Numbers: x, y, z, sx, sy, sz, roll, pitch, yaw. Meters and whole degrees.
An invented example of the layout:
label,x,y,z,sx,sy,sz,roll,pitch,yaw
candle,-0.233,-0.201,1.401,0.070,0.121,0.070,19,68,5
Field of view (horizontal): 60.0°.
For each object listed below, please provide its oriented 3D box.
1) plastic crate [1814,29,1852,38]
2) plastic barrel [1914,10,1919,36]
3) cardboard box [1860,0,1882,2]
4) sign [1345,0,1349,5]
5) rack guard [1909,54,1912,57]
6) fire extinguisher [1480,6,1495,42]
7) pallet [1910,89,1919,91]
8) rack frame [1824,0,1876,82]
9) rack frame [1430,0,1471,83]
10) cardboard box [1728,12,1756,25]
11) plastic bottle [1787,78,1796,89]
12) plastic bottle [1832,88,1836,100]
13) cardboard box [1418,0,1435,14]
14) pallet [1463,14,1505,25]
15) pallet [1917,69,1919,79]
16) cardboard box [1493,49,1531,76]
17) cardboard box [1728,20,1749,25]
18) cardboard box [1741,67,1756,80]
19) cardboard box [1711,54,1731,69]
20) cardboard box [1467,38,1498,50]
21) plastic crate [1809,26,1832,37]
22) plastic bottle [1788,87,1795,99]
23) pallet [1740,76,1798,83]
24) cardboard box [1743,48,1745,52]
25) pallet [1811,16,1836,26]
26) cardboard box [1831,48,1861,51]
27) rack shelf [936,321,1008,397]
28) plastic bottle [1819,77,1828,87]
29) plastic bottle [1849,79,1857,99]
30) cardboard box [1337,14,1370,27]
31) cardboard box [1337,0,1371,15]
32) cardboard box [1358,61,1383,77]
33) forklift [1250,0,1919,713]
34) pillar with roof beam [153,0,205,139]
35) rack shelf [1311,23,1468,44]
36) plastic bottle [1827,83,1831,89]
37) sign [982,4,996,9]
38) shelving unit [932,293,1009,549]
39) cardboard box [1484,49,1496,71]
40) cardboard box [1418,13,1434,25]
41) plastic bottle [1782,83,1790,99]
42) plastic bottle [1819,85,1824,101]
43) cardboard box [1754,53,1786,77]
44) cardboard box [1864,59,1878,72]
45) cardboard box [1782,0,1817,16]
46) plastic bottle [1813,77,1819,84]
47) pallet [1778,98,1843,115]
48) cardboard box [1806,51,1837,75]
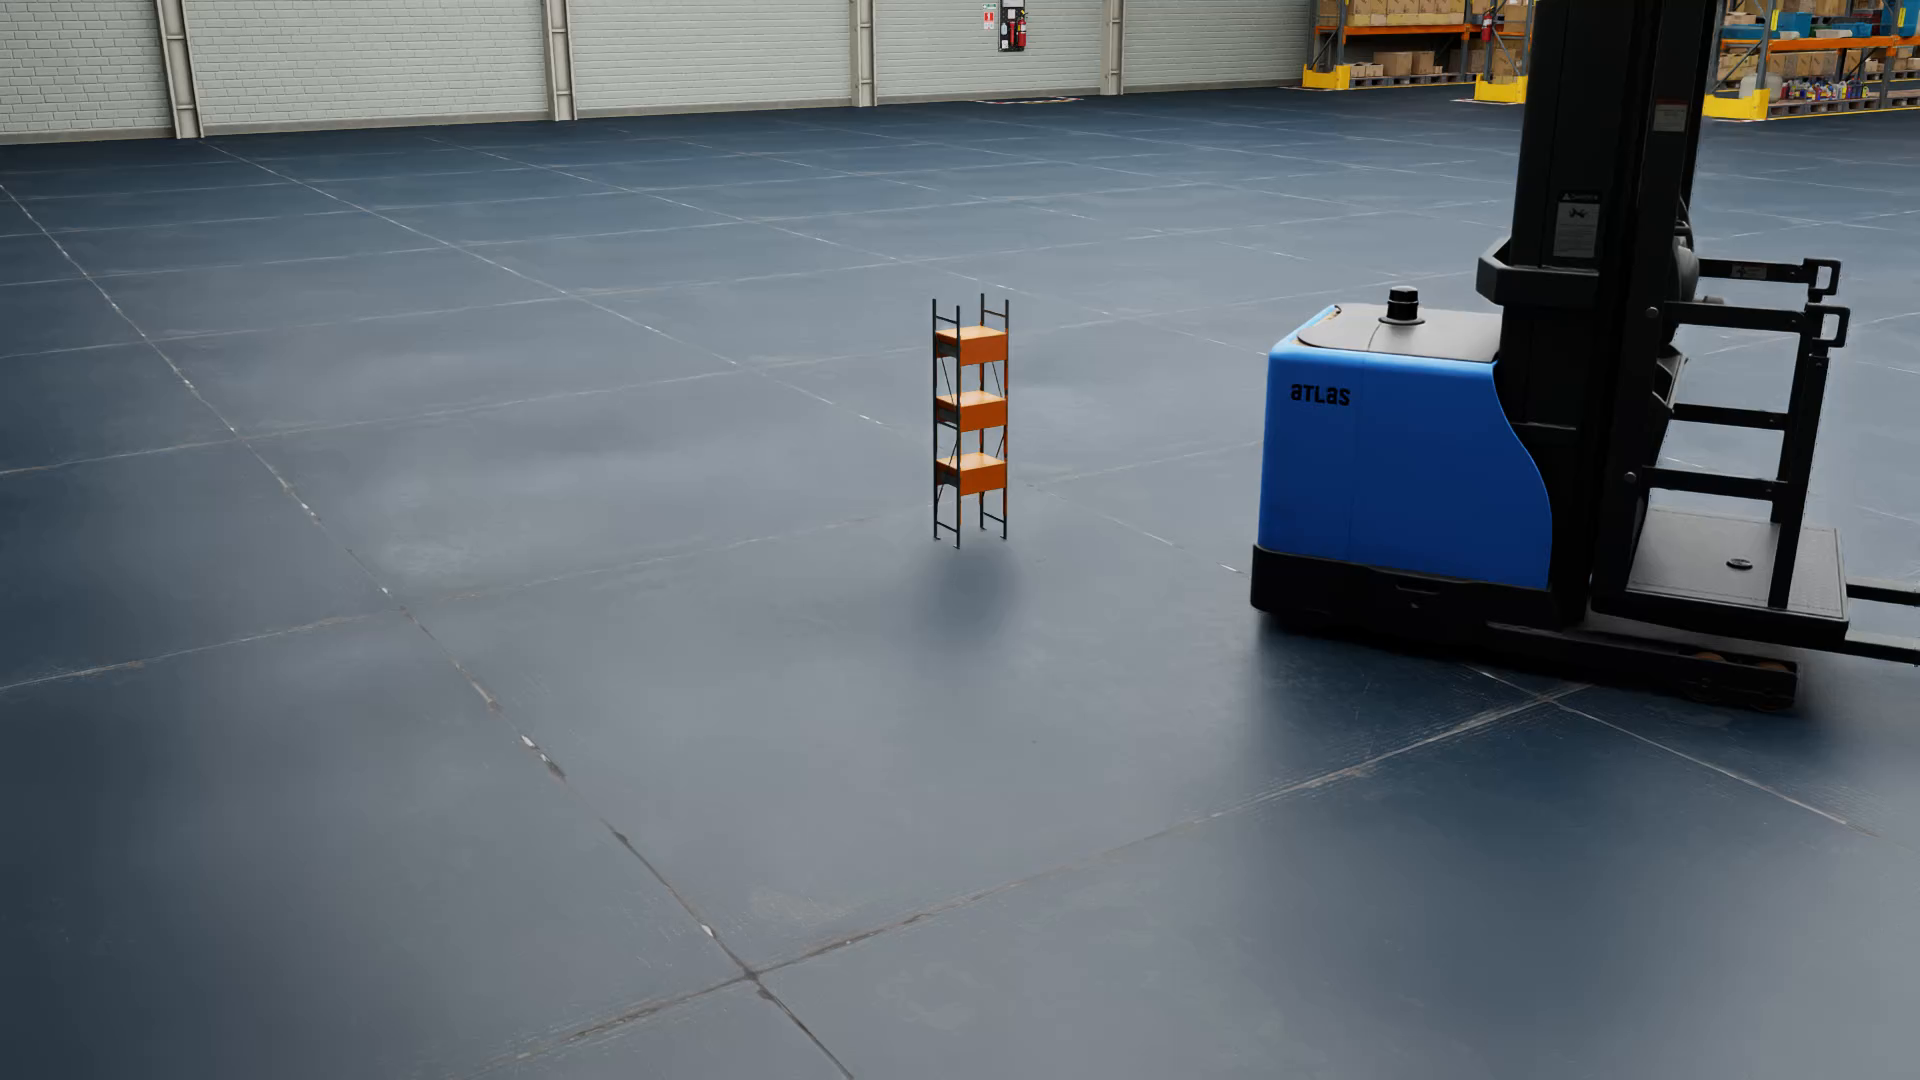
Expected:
label,x,y,z,sx,sy,sz,roll,pitch,yaw
plastic crate,15.651,-9.064,29.785,0.437,0.136,0.530,-12,22,-31
plastic barrel,17.788,-9.717,31.092,0.433,0.535,0.433,0,19,0
cardboard box,21.377,-12.807,38.725,0.500,0.500,0.500,-11,22,-30
sign,8.377,-11.753,35.975,0.005,0.325,0.100,-12,22,-31
rack guard,24.106,-11.785,41.323,0.348,0.500,1.175,-12,22,-31
fire extinguisher,10.452,-10.231,32.944,0.183,0.674,0.296,-12,22,-31
pallet,19.540,-8.801,32.947,1.213,0.211,1.003,-12,22,-31
rack frame,20.828,-12.278,38.878,0.127,3.000,1.000,-12,22,-31
rack frame,11.419,-12.193,38.627,0.127,3.000,1.000,-12,22,-31
cardboard box,17.160,-11.479,36.653,0.500,0.311,0.500,-10,21,-28
plastic bottle,15.298,-8.325,30.634,0.185,0.351,0.144,-11,22,-29
plastic bottle,15.837,-8.089,30.170,0.097,0.201,0.097,0,19,0
cardboard box,10.354,-12.145,37.519,0.500,0.500,0.500,-13,22,-33
pallet,12.138,-12.198,38.941,1.213,0.211,1.003,-12,22,-31
pallet,23.440,-11.507,40.953,1.213,0.211,1.003,-12,22,-31
cardboard box,11.090,-9.590,33.394,0.500,0.500,0.500,-12,22,-31
cardboard box,16.888,-11.222,36.147,0.250,0.149,0.380,-12,22,-31
cardboard box,17.182,-10.312,36.700,0.500,0.250,0.500,-11,22,-30
cardboard box,16.332,-10.396,36.073,0.500,0.311,0.500,-12,22,-32
cardboard box,12.391,-11.785,39.466,0.500,0.250,0.500,-12,22,-33
plastic crate,15.579,-9.279,30.339,0.662,0.188,0.450,-12,22,-31
plastic bottle,15.246,-8.193,30.479,0.097,0.201,0.097,0,19,0
pallet,18.132,-10.374,37.600,1.213,0.211,1.003,-12,22,-31
cardboard box,20.912,-13.171,44.769,0.500,0.500,0.700,-12,22,-31
pallet,19.109,-11.826,37.842,1.213,0.211,1.003,-12,22,-31
cardboard box,21.148,-11.478,39.729,0.500,0.500,0.500,-12,22,-31
rack shelf,0.045,-0.766,7.017,0.240,0.259,0.215,-12,22,-31
plastic bottle,16.045,-8.427,30.937,0.185,0.351,0.144,-12,22,-31
plastic bottle,16.328,-8.272,30.479,0.185,0.351,0.144,-13,23,-34
cardboard box,8.661,-11.428,36.567,0.500,0.250,0.500,-13,22,-33
cardboard box,8.643,-11.786,36.455,0.500,0.500,0.500,-12,22,-31
cardboard box,9.182,-10.621,37.490,0.500,0.311,0.500,-10,21,-27
forklift,2.659,-1.007,5.647,3.031,2.935,1.130,9,20,24
pillar with roof beam,-9.489,-9.306,20.721,0.400,9.000,9.100,-12,22,-31
rack shelf,9.749,-11.500,37.701,4.000,0.370,1.077,-12,22,-31
plastic bottle,15.862,-8.184,30.324,0.133,0.283,0.061,-12,22,-31
sign,0.582,-10.558,32.907,0.331,0.109,0.001,-12,22,-31
shelving unit,0.045,-0.507,7.105,0.252,1.050,0.215,-12,22,-31
cardboard box,12.429,-11.456,39.663,0.500,0.500,0.700,-12,22,-32
cardboard box,10.358,-11.789,37.634,0.500,0.250,0.500,-12,22,-32
plastic bottle,15.105,-8.210,30.399,0.133,0.283,0.061,-12,22,-31
plastic bottle,15.499,-8.051,29.948,0.097,0.271,0.097,0,19,0
cardboard box,18.025,-10.601,37.135,0.500,0.500,0.500,-11,22,-29
cardboard box,21.298,-11.229,39.286,0.500,0.311,0.500,-12,22,-31
cardboard box,18.820,-12.071,37.454,0.500,0.500,0.700,-8,20,-21
plastic bottle,15.966,-8.465,31.051,0.185,0.351,0.144,-11,22,-30
pallet,15.264,-7.899,30.279,1.213,0.211,1.003,-12,22,-31
cardboard box,19.737,-10.965,38.212,0.500,0.500,0.500,-12,22,-31
